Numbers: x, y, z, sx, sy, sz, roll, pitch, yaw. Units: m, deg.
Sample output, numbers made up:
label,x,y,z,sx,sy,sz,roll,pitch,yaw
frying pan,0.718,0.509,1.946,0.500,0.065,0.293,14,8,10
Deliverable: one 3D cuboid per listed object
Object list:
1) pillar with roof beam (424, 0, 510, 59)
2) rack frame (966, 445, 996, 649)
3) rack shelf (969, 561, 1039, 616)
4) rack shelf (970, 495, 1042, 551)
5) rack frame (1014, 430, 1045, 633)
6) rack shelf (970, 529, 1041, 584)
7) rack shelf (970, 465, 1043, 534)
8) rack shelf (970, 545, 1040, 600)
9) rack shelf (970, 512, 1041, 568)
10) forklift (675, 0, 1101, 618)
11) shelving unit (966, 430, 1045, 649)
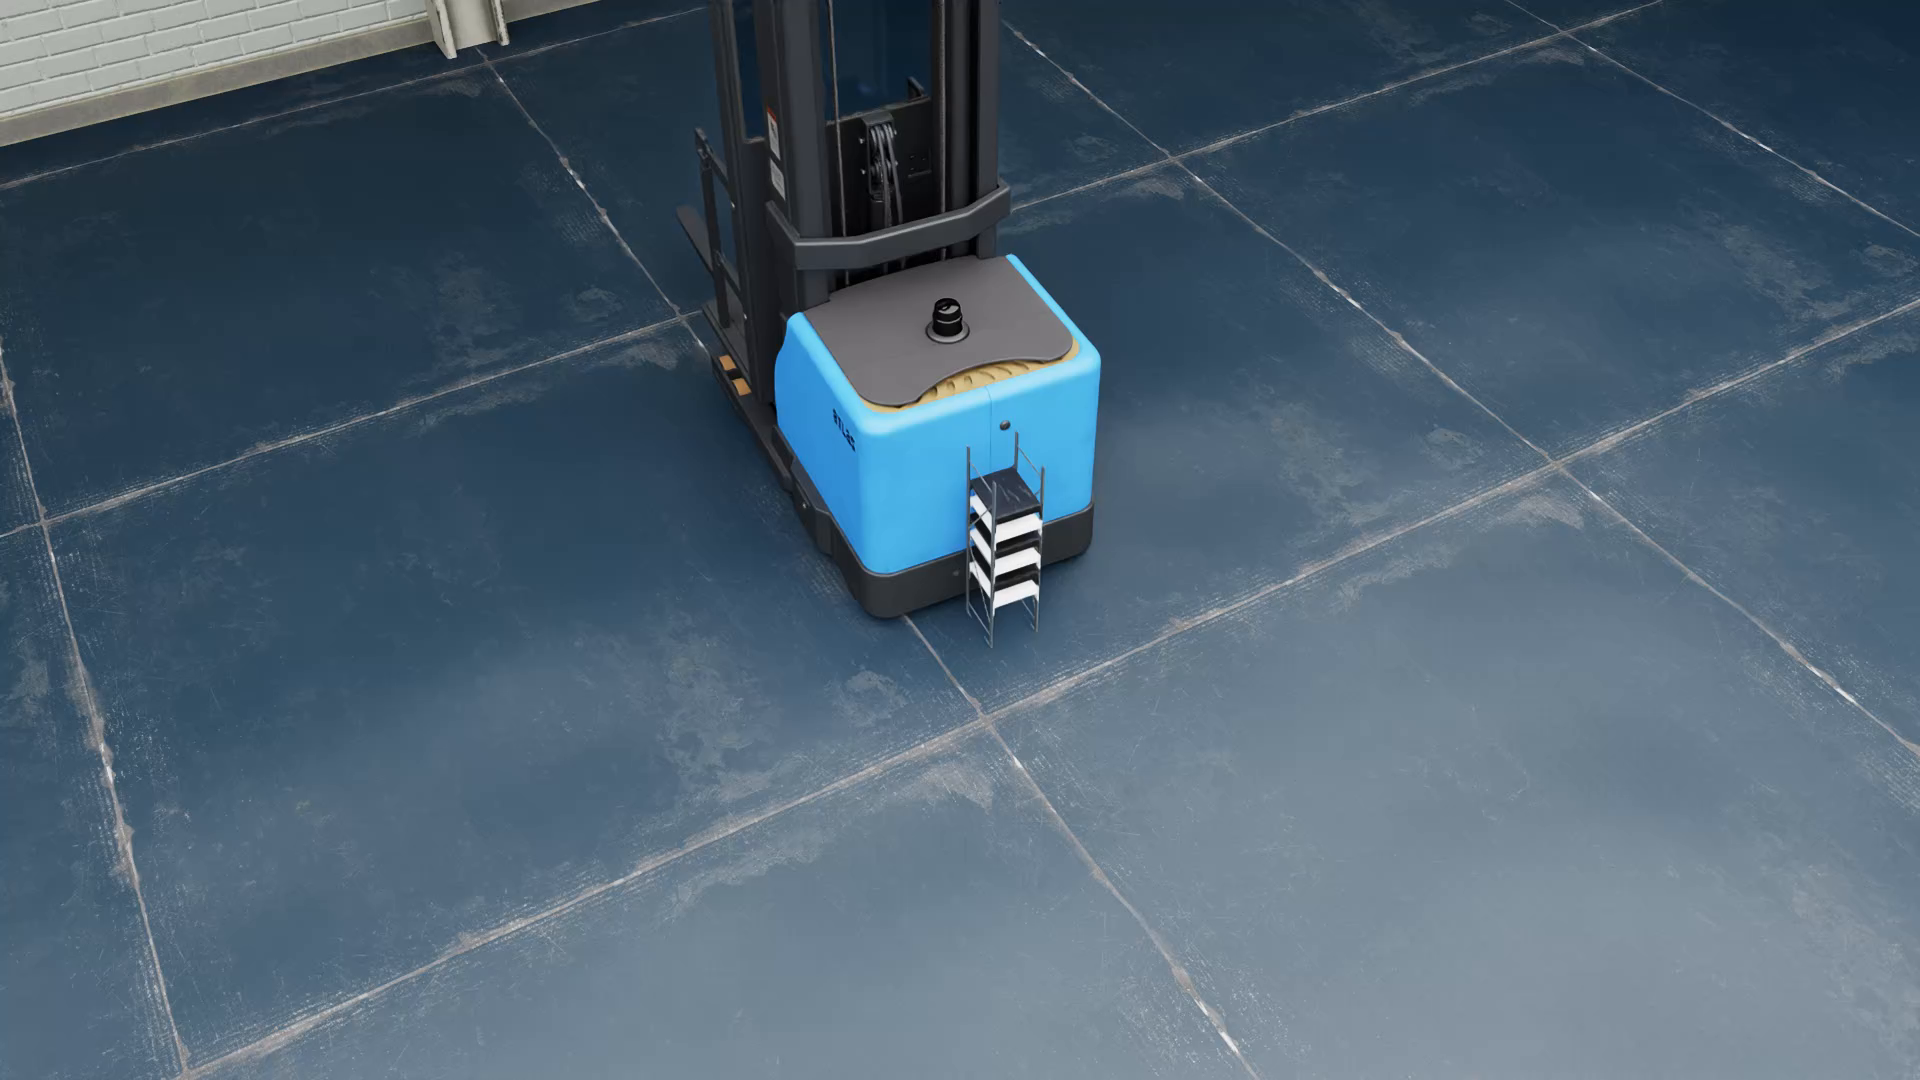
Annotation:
label,x,y,z,sx,sy,sz,roll,pitch,yaw
pillar with roof beam,-0.908,-3.749,4.581,0.400,9.000,9.100,-22,48,-21
rack frame,0.078,0.043,6.489,0.006,0.900,0.240,-18,47,-18
rack shelf,0.170,0.165,6.669,0.200,0.077,0.258,-18,47,-18
rack shelf,0.170,-0.093,6.418,0.200,0.077,0.258,-18,47,-18
rack frame,0.262,-0.018,6.551,0.006,0.900,0.240,-18,47,-18
rack shelf,0.170,0.036,6.543,0.200,0.077,0.258,-18,47,-18
rack shelf,0.170,-0.157,6.355,0.200,0.077,0.258,-18,47,-18
rack shelf,0.170,0.101,6.606,0.200,0.077,0.258,-18,47,-18
rack shelf,0.170,-0.028,6.481,0.200,0.077,0.258,-18,47,-18
forklift,-0.526,-1.768,6.897,1.130,2.935,3.031,-18,47,-18
shelving unit,0.170,0.012,6.520,0.210,0.900,0.258,-18,47,-18
